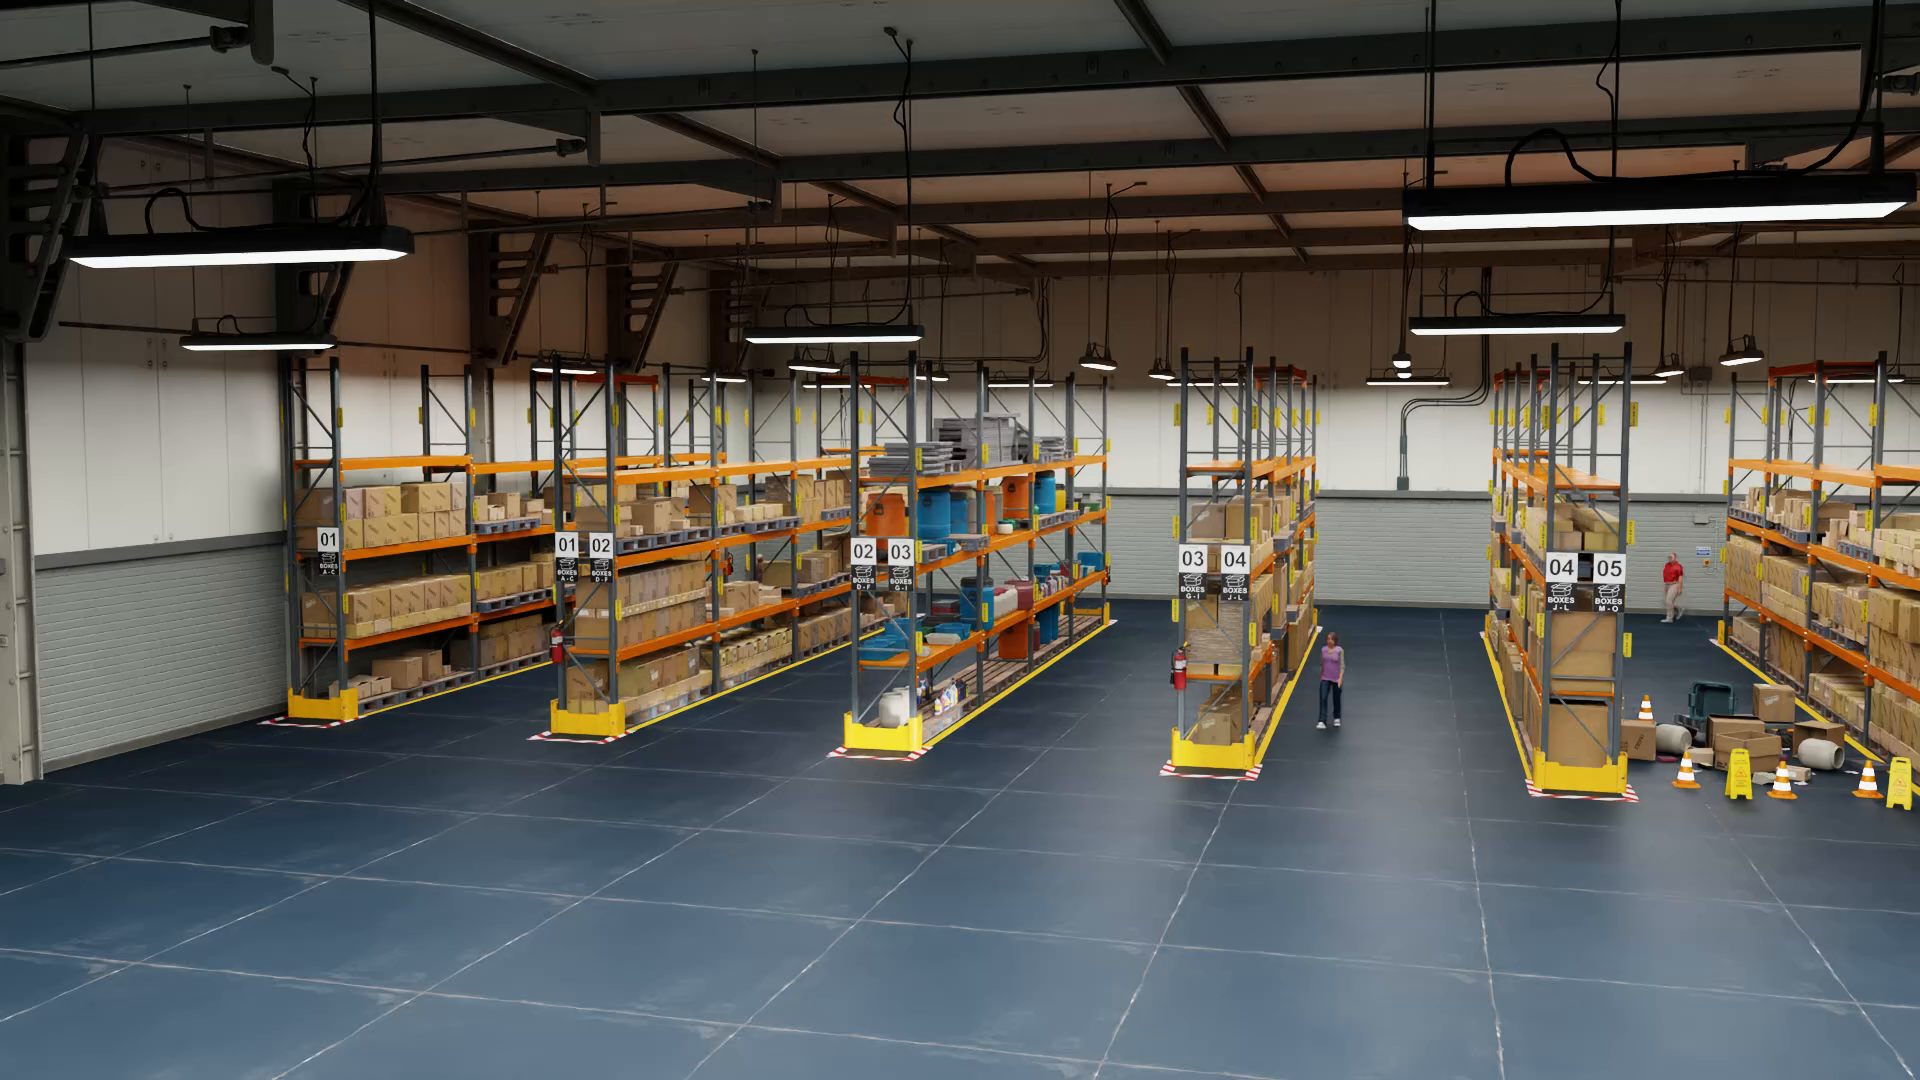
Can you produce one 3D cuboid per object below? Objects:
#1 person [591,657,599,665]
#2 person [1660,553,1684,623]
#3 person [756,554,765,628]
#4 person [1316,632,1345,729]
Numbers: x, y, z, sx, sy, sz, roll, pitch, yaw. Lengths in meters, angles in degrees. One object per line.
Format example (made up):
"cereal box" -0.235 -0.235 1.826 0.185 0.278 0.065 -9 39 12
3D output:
"person" -6.727 1.958 31.066 0.394 1.504 1.060 0 4 0
"person" 17.421 1.154 40.587 0.791 1.697 0.544 -1 4 -17
"person" -4.738 1.224 39.434 0.548 1.777 0.627 -4 6 -41
"person" 5.951 2.266 26.660 0.430 1.521 0.926 2 5 22
